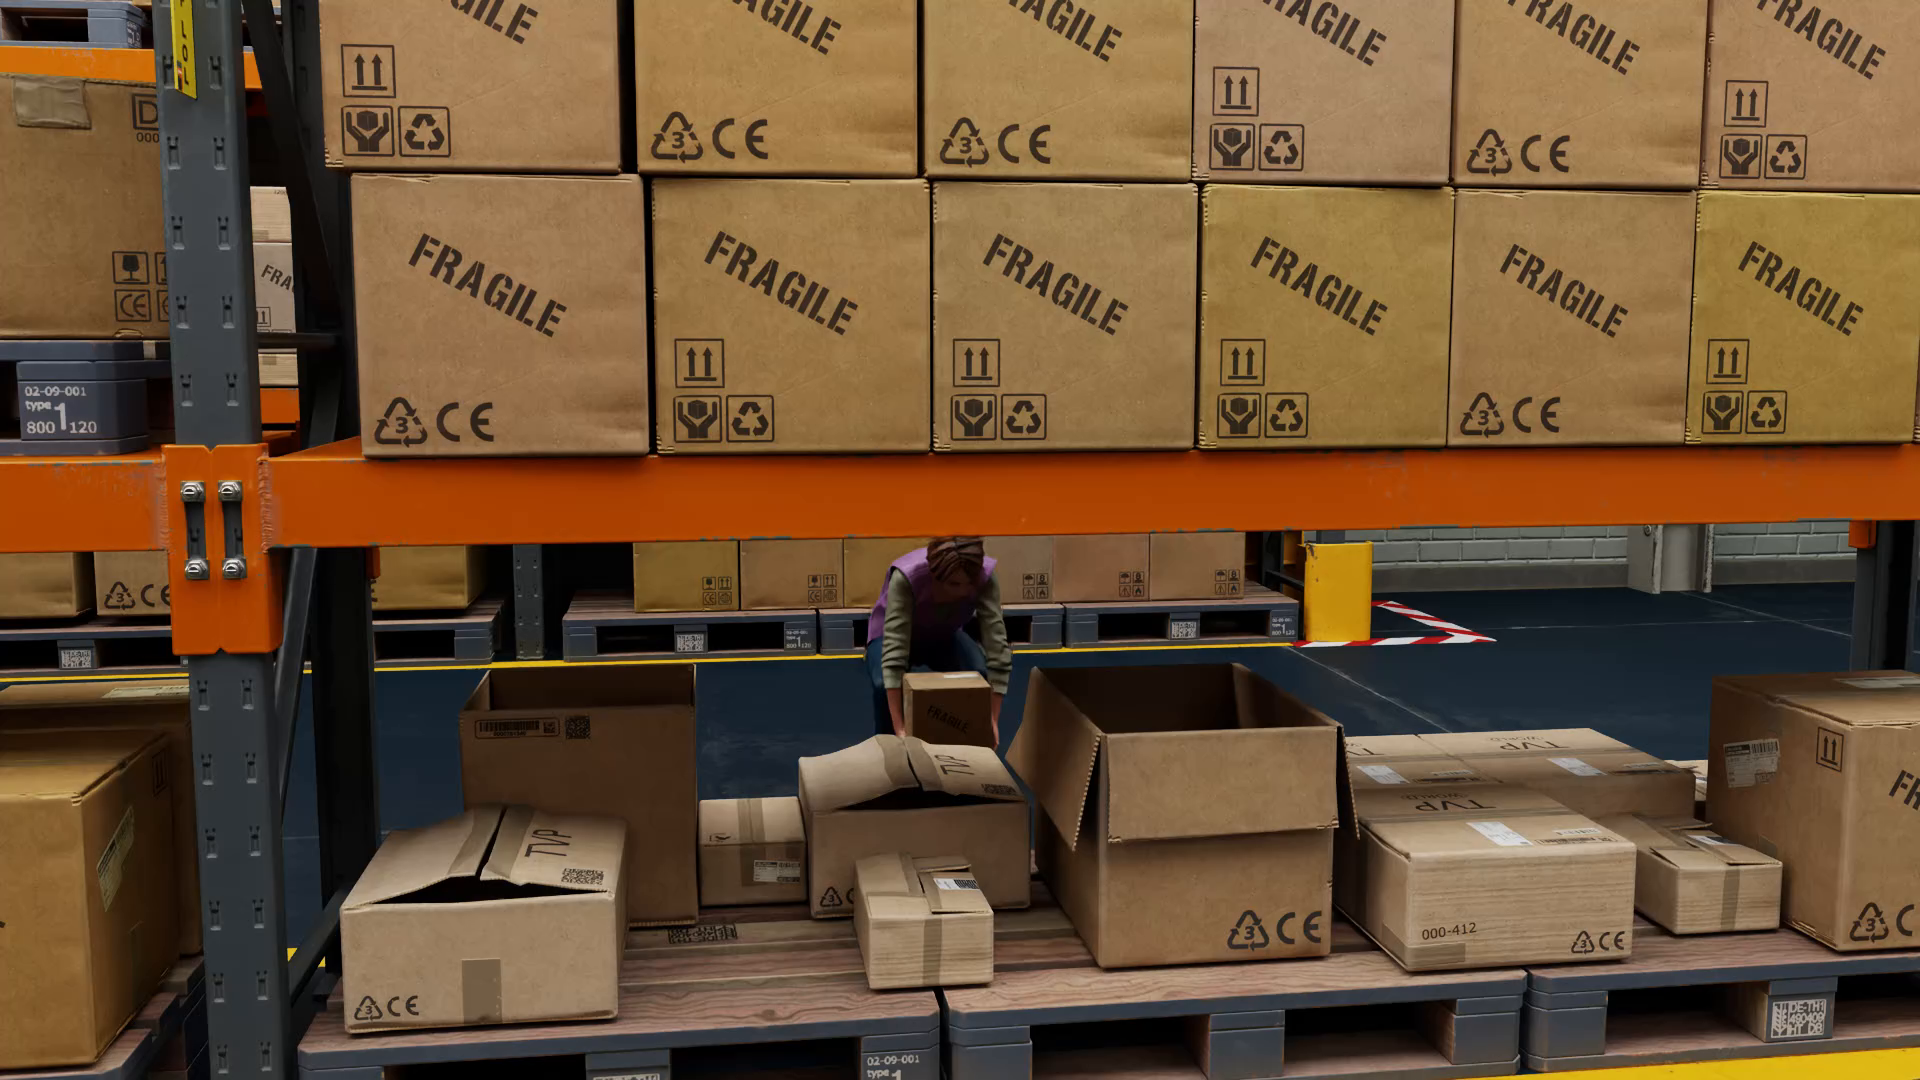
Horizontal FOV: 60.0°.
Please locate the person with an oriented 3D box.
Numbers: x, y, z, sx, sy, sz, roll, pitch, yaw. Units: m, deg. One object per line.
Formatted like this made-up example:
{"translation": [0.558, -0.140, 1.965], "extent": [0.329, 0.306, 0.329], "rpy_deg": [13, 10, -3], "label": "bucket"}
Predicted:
{"translation": [-0.086, 0.392, 5.606], "extent": [0.449, 0.919, 0.797], "rpy_deg": [-1, 7, -9], "label": "person"}
